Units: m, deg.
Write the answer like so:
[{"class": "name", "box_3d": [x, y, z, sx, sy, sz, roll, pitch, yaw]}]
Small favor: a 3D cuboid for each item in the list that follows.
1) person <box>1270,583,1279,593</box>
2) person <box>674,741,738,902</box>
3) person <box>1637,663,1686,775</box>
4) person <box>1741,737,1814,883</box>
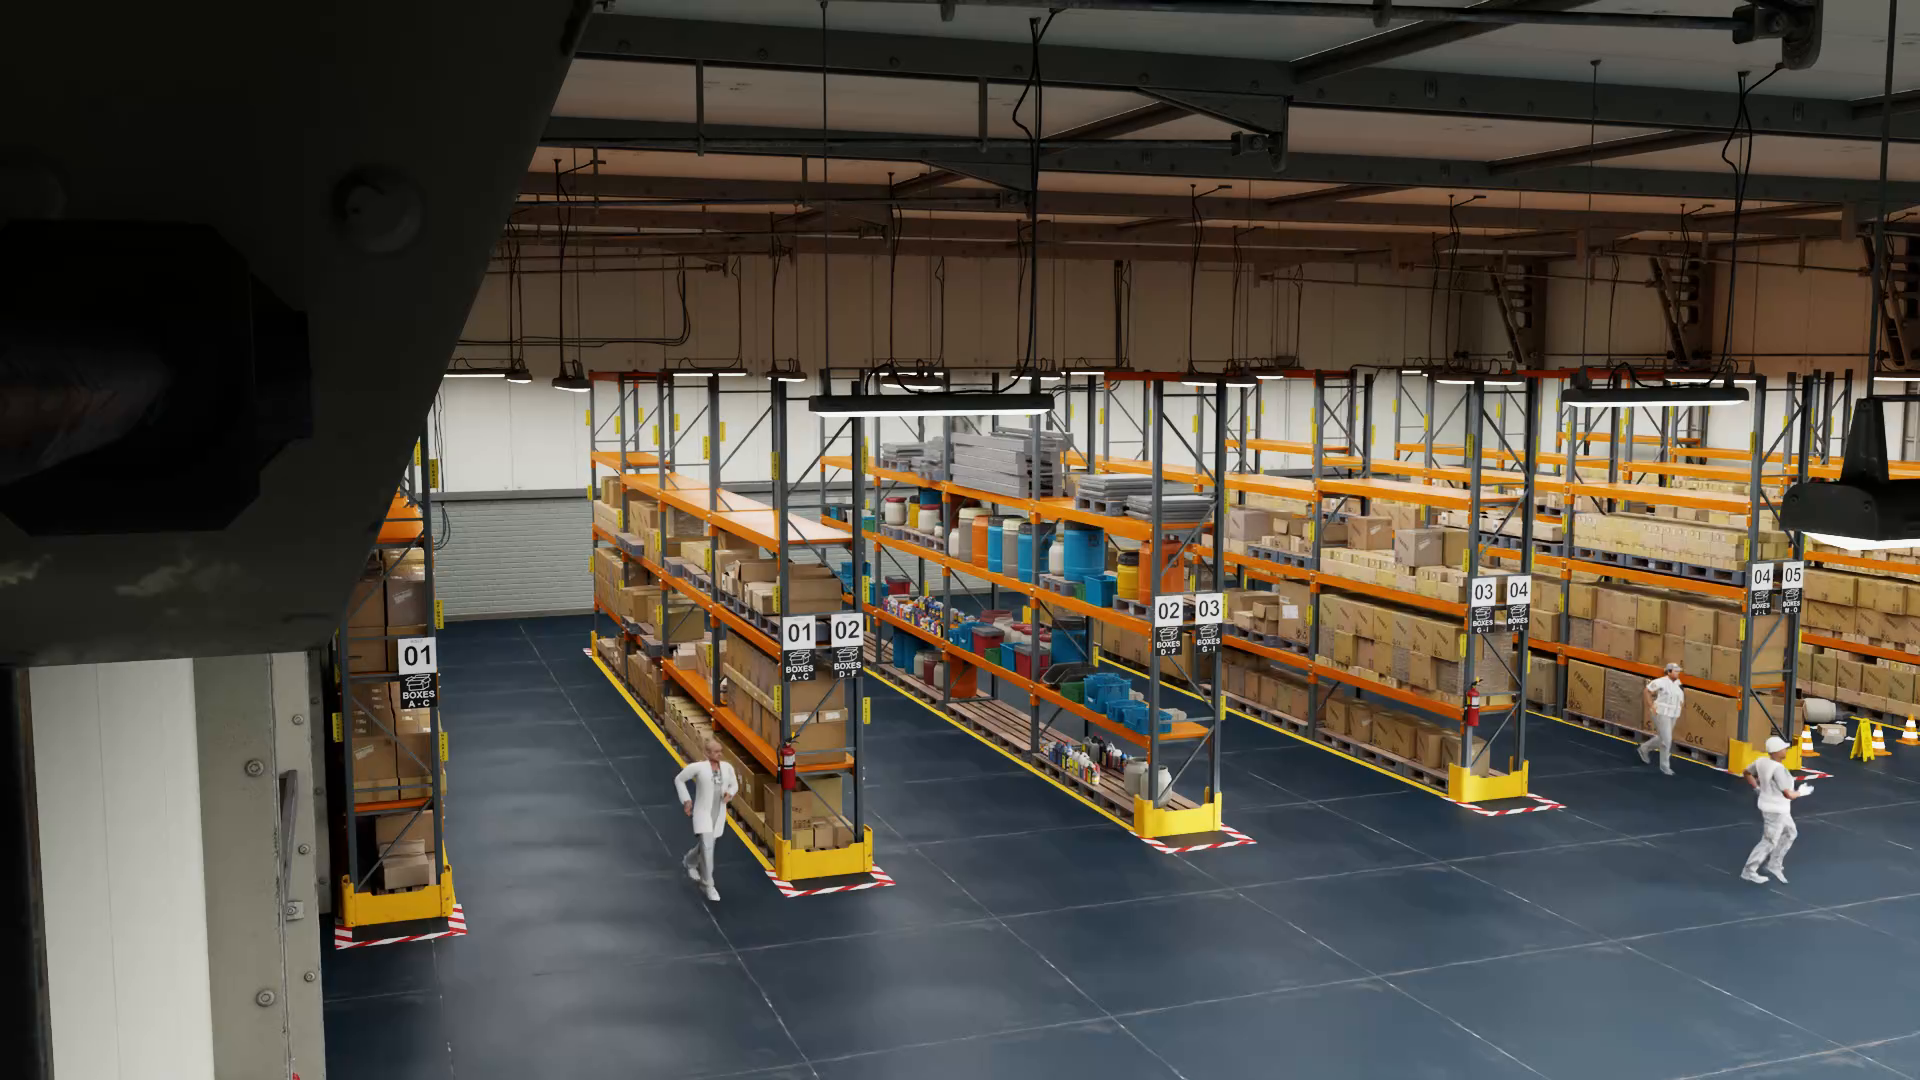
[{"class": "person", "box_3d": [8.067, 0.693, 42.302, 0.957, 1.776, 0.658, -4, 7, -29]}, {"class": "person", "box_3d": [-2.968, 3.375, 19.719, 0.729, 1.609, 0.987, -5, 8, -38]}, {"class": "person", "box_3d": [10.776, 2.705, 25.447, 0.633, 1.698, 0.836, -3, 7, -25]}, {"class": "person", "box_3d": [9.730, 3.243, 19.813, 0.753, 1.828, 0.678, 1, 7, 12]}]
